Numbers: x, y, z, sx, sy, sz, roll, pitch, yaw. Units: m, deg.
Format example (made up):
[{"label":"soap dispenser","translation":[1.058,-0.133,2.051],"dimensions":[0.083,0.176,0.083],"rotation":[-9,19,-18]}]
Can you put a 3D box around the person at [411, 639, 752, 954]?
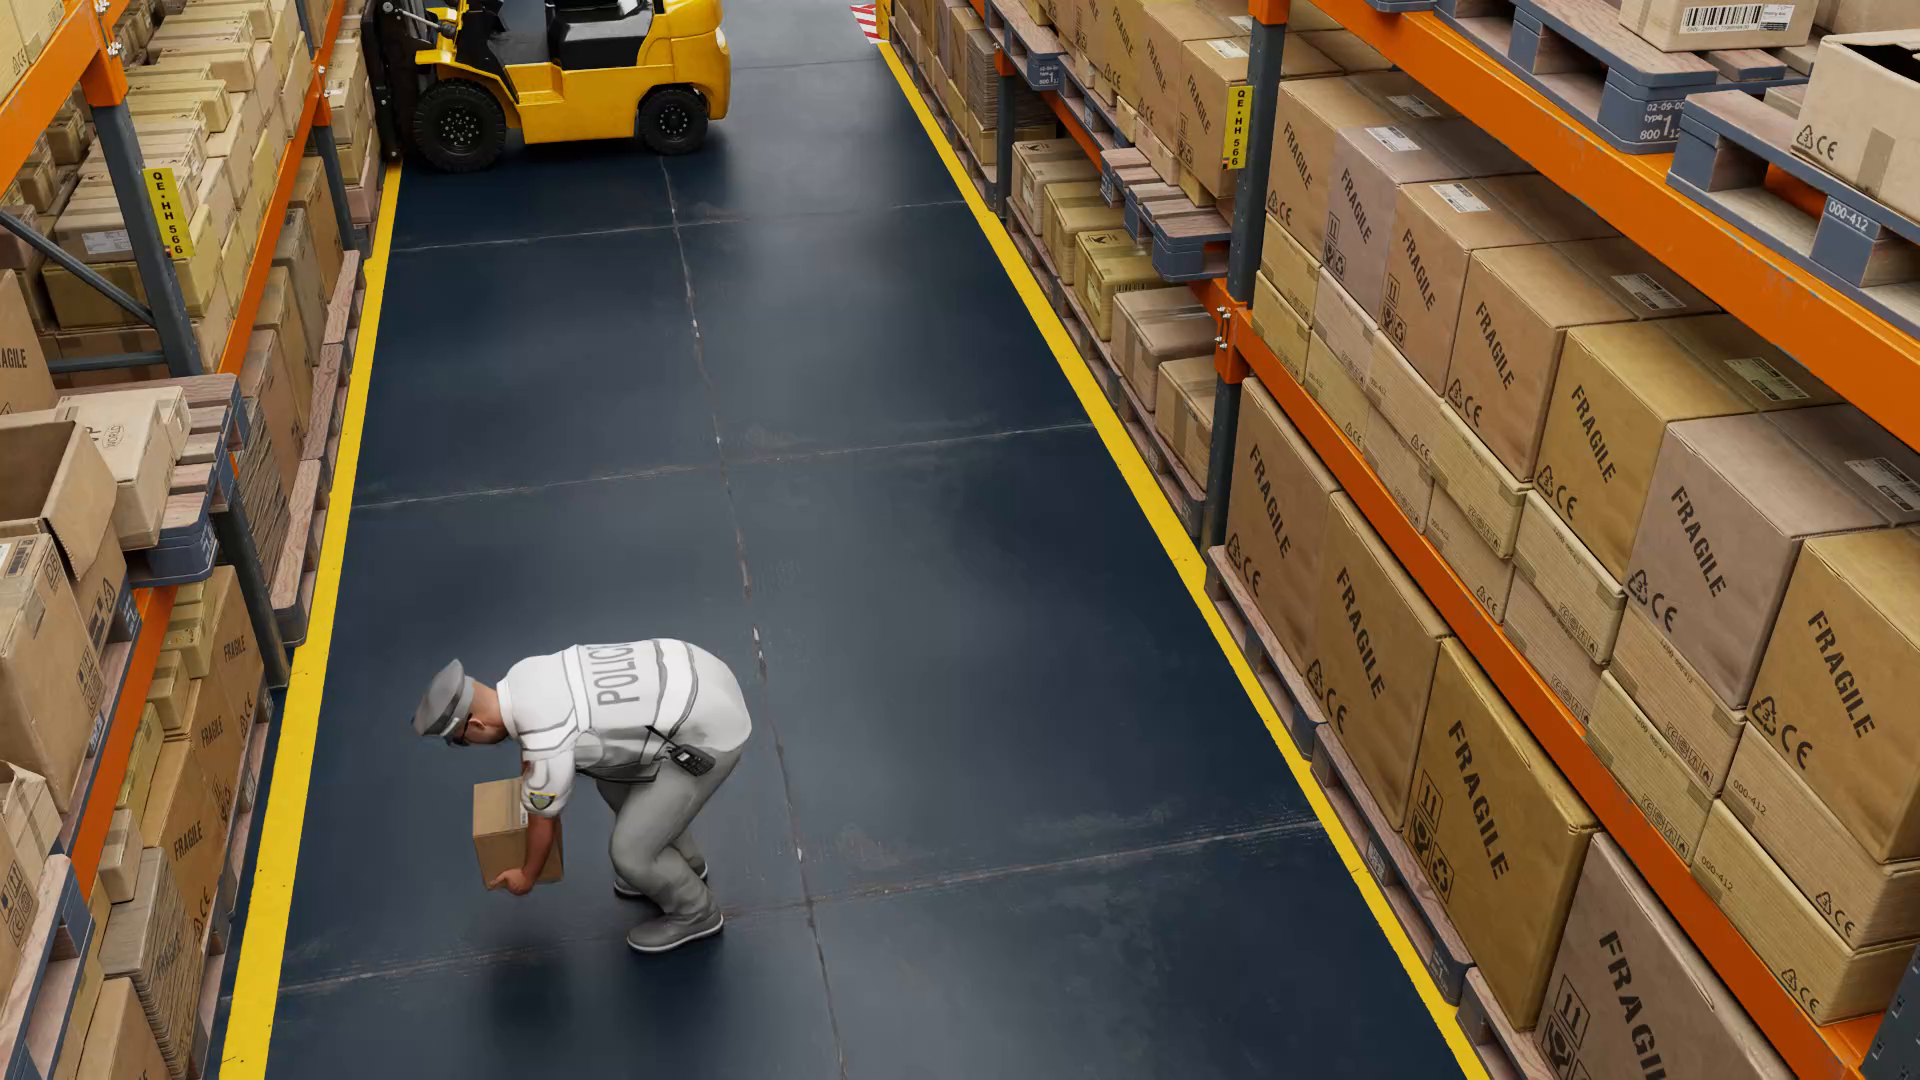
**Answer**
[{"label":"person","translation":[-1.187,0.824,5.442],"dimensions":[1.029,1.171,0.516],"rotation":[-9,35,-13]}]
